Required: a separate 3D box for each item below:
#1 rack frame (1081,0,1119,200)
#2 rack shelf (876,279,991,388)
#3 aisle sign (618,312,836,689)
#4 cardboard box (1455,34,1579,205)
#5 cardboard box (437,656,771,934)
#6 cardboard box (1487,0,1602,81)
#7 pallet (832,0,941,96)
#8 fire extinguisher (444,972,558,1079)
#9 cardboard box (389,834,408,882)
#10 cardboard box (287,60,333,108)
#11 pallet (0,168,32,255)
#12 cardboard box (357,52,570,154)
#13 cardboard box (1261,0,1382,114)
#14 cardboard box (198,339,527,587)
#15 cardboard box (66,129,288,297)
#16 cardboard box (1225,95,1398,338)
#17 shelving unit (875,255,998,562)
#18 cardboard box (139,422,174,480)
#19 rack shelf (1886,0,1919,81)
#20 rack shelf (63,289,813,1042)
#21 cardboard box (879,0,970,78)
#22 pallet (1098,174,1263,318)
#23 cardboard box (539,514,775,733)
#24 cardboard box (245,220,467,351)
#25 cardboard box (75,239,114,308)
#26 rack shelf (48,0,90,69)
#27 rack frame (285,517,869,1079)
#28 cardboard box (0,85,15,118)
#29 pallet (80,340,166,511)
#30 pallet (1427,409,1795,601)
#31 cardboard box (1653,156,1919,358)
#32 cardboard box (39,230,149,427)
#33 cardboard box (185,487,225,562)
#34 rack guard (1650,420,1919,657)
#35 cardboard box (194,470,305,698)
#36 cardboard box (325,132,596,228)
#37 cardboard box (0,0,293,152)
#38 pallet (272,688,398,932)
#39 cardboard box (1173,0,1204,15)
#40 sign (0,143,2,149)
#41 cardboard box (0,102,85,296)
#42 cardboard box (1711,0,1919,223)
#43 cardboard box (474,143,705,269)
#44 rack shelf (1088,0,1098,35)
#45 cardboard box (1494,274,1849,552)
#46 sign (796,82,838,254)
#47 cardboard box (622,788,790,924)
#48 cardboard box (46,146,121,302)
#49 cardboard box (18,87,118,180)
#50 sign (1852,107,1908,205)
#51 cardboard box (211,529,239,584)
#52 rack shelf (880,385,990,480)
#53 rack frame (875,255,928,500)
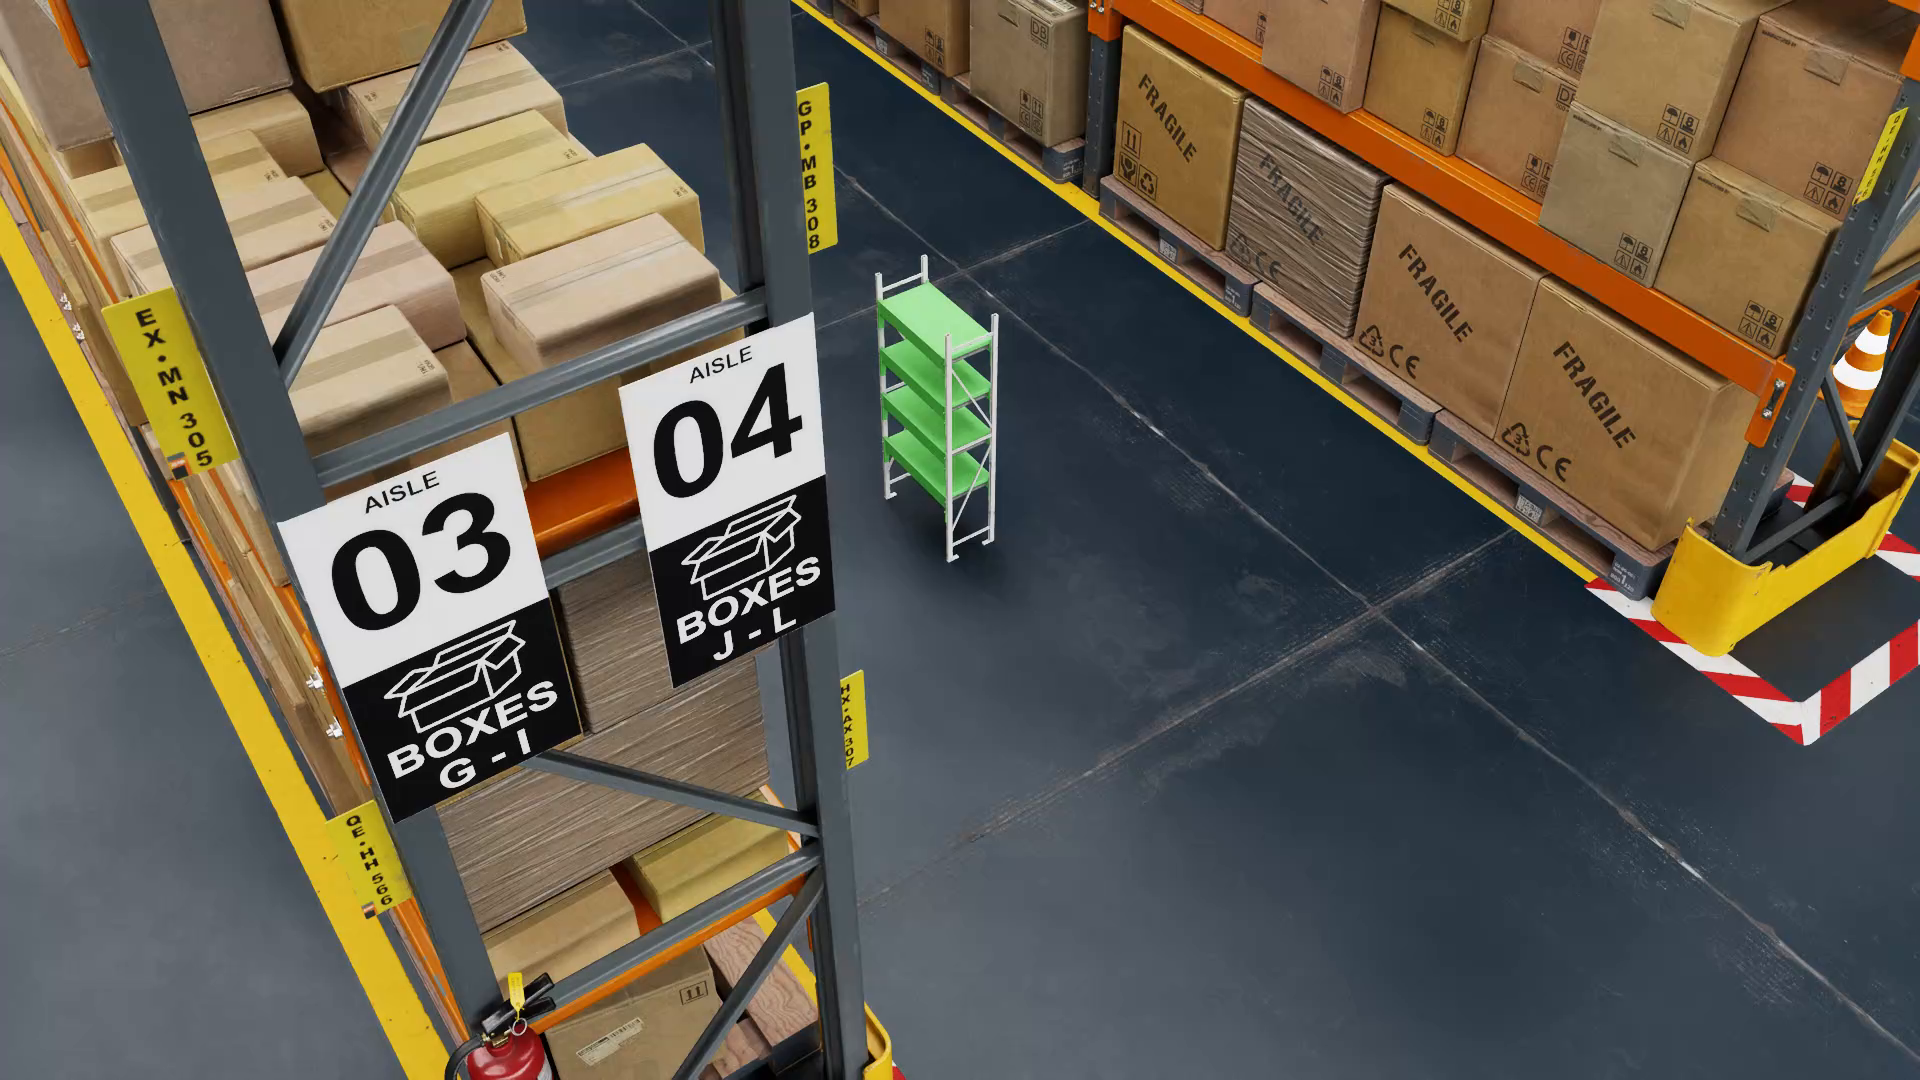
[{"bbox_3d":[1.124,-3.199,8.420,1.000,3.000,0.127,-26,49,-24],"label":"rack frame"},{"bbox_3d":[-0.095,-0.829,6.638,0.258,0.148,0.480,-26,49,-24],"label":"rack shelf"},{"bbox_3d":[-0.432,-0.056,3.244,0.394,0.787,0.004,-26,49,-24],"label":"aisle sign"},{"bbox_3d":[2.613,-1.850,6.898,0.875,0.550,0.550,-26,49,-24],"label":"cardboard box"},{"bbox_3d":[-1.005,0.502,4.255,0.875,0.500,0.500,-26,49,-24],"label":"cardboard box"},{"bbox_3d":[2.633,-2.250,6.535,0.875,0.550,0.550,-26,49,-24],"label":"cardboard box"},{"bbox_3d":[-0.081,-3.290,10.534,1.003,0.211,1.213,-26,49,-24],"label":"pallet"},{"bbox_3d":[-1.026,1.243,3.823,0.296,0.674,0.183,-26,49,-24],"label":"fire extinguisher"},{"bbox_3d":[-1.373,0.716,4.501,0.380,0.149,0.250,-26,49,-24],"label":"cardboard box"},{"bbox_3d":[-1.397,-1.204,3.978,0.380,0.149,0.250,-28,50,-26],"label":"cardboard box"},{"bbox_3d":[-4.844,-2.111,9.299,1.003,0.211,1.213,-26,49,-24],"label":"pallet"},{"bbox_3d":[-1.093,-0.916,3.676,0.380,0.149,0.250,-24,49,-23],"label":"cardboard box"},{"bbox_3d":[1.891,-2.395,7.468,0.875,0.550,0.550,-26,49,-24],"label":"cardboard box"},{"bbox_3d":[-1.197,-0.235,3.252,0.500,0.250,0.500,-25,49,-24],"label":"cardboard box"},{"bbox_3d":[-1.590,-0.679,3.428,0.380,0.149,0.250,-25,49,-24],"label":"cardboard box"},{"bbox_3d":[1.946,-1.690,8.074,0.875,0.875,0.875,-25,49,-24],"label":"cardboard box"},{"bbox_3d":[-0.095,-0.528,6.925,0.258,1.200,0.503,-26,49,-24],"label":"shelving unit"},{"bbox_3d":[-2.567,-0.393,5.662,0.380,0.149,0.250,-26,49,-24],"label":"cardboard box"},{"bbox_3d":[2.269,-2.892,6.446,1.077,0.370,4.000,-26,49,-24],"label":"rack shelf"},{"bbox_3d":[-1.857,0.096,5.490,1.077,0.370,4.000,-26,49,-24],"label":"rack shelf"},{"bbox_3d":[0.147,-3.401,9.957,1.050,0.750,0.750,-26,49,-24],"label":"cardboard box"},{"bbox_3d":[1.495,-1.729,8.900,1.003,0.211,1.213,-26,49,-24],"label":"pallet"},{"bbox_3d":[-0.804,0.044,4.011,0.500,0.500,0.500,-26,49,-24],"label":"cardboard box"},{"bbox_3d":[-1.181,-0.435,3.172,0.380,0.149,0.250,-27,50,-26],"label":"cardboard box"},{"bbox_3d":[-2.085,-0.603,4.688,0.500,0.500,0.500,-26,49,-24],"label":"cardboard box"},{"bbox_3d":[-1.857,-2.073,3.419,1.077,0.370,4.000,-26,49,-24],"label":"rack shelf"},{"bbox_3d":[-0.713,0.968,4.055,1.000,3.000,0.127,-26,49,-24],"label":"rack frame"},{"bbox_3d":[-2.372,-1.389,4.460,0.500,0.250,0.500,-28,50,-26],"label":"cardboard box"},{"bbox_3d":[-3.448,-0.729,7.852,1.003,0.211,1.213,-26,49,-24],"label":"pallet"},{"bbox_3d":[2.891,-0.347,7.452,1.003,0.211,1.213,-26,49,-24],"label":"pallet"},{"bbox_3d":[3.163,-1.181,6.197,0.875,0.550,0.550,-26,49,-24],"label":"cardboard box"},{"bbox_3d":[-2.538,-0.865,5.687,0.875,0.500,0.500,-26,49,-24],"label":"cardboard box"},{"bbox_3d":[-2.256,-0.122,5.378,0.380,0.149,0.250,-26,49,-24],"label":"cardboard box"},{"bbox_3d":[3.426,-0.016,6.896,1.175,0.500,0.348,-26,49,-24],"label":"rack guard"},{"bbox_3d":[-1.521,-0.032,4.090,0.500,0.500,0.500,-26,49,-24],"label":"cardboard box"},{"bbox_3d":[-1.077,-0.727,3.767,0.500,0.250,0.500,-27,50,-25],"label":"cardboard box"},{"bbox_3d":[-1.808,-1.219,3.524,0.500,0.500,0.500,-26,49,-24],"label":"cardboard box"},{"bbox_3d":[-1.886,0.769,6.282,1.003,0.211,1.213,-26,49,-24],"label":"pallet"},{"bbox_3d":[1.345,-3.049,8.154,0.875,0.550,0.550,-26,49,-24],"label":"cardboard box"},{"bbox_3d":[-3.455,-1.495,5.796,0.100,0.325,0.005,-26,49,-24],"label":"sign"},{"bbox_3d":[-2.665,-1.165,5.277,0.500,0.500,0.500,-26,49,-24],"label":"cardboard box"},{"bbox_3d":[3.232,-1.604,5.859,0.875,0.550,0.550,-26,49,-24],"label":"cardboard box"},{"bbox_3d":[-0.750,-0.639,3.386,0.380,0.149,0.250,-25,49,-24],"label":"cardboard box"},{"bbox_3d":[-0.020,-4.072,9.855,1.077,0.370,4.000,-26,49,-24],"label":"rack shelf"},{"bbox_3d":[2.971,-0.675,7.011,0.875,0.875,0.875,-25,49,-24],"label":"cardboard box"},{"bbox_3d":[-0.268,-0.647,2.942,0.100,0.325,0.005,-26,49,-24],"label":"sign"},{"bbox_3d":[-0.681,0.803,4.409,0.380,0.149,0.250,-26,49,-24],"label":"cardboard box"},{"bbox_3d":[-1.772,-0.811,3.854,0.500,0.250,0.500,-25,49,-24],"label":"cardboard box"},{"bbox_3d":[-1.866,-0.981,3.743,0.380,0.149,0.250,-28,50,-26],"label":"cardboard box"},{"bbox_3d":[2.960,-1.232,5.349,0.100,0.325,0.005,-26,49,-24],"label":"sign"},{"bbox_3d":[-1.640,-0.034,4.817,0.875,0.500,0.500,-26,49,-24],"label":"cardboard box"},{"bbox_3d":[-0.095,-0.482,6.969,0.258,0.148,0.480,-26,49,-24],"label":"rack shelf"},{"bbox_3d":[-0.234,-0.666,7.070,0.240,1.200,0.015,-26,49,-24],"label":"rack frame"}]
